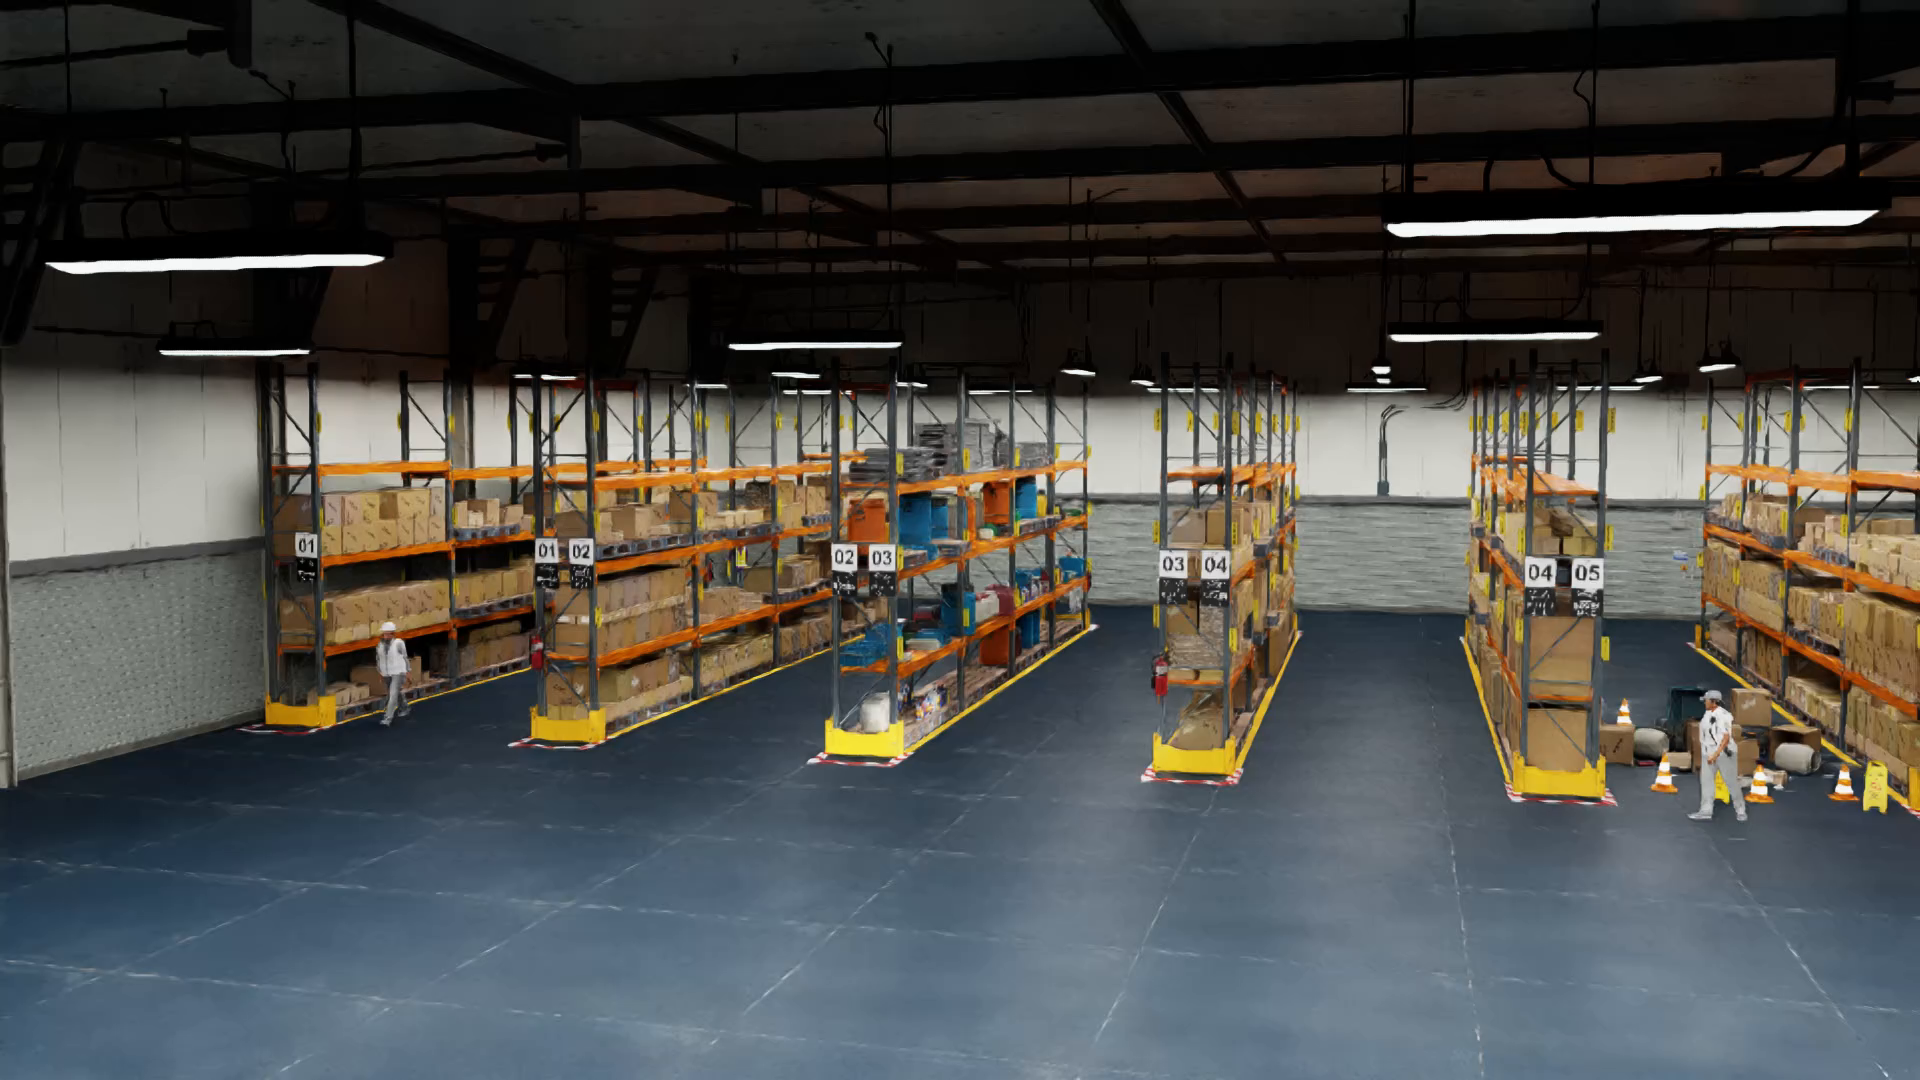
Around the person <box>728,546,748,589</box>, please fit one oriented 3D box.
[{"bbox_3d":[-6.419,0.777,47.539,0.740,1.758,0.531,-2,4,-25],"label":"person"}]

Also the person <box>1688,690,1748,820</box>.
[{"bbox_3d":[9.588,2.706,20.957,0.688,1.649,0.518,-1,4,-15],"label":"person"}]

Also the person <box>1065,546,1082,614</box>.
[{"bbox_3d":[2.993,1.043,44.037,0.532,1.800,0.641,-2,4,-23],"label":"person"}]

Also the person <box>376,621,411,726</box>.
[{"bbox_3d":[-9.481,2.194,27.704,0.543,1.700,1.115,1,4,17],"label":"person"}]
